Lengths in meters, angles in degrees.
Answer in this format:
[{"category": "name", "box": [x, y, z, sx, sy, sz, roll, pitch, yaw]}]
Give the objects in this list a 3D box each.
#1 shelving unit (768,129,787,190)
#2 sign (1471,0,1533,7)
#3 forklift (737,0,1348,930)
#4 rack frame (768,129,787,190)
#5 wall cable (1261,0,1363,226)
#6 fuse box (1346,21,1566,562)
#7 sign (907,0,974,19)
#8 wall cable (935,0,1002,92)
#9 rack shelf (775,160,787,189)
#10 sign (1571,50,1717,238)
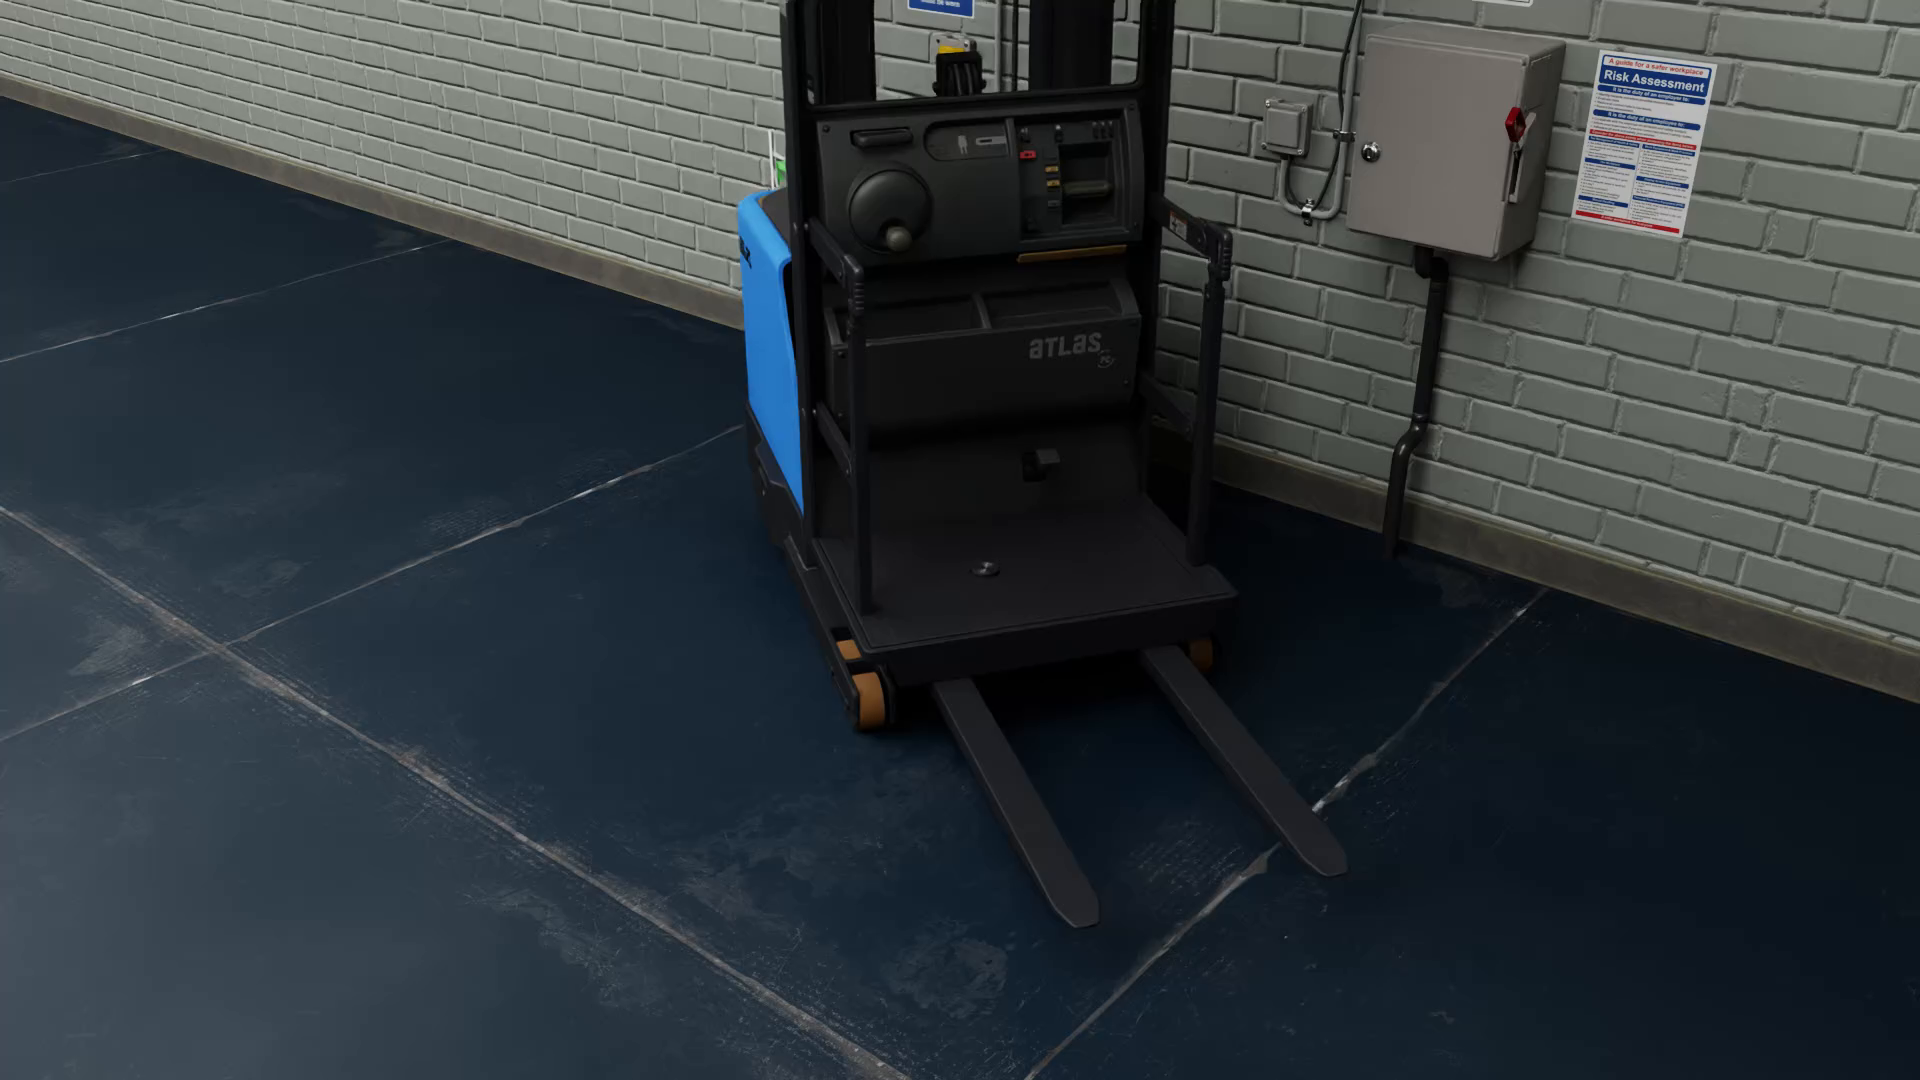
[{"category": "shelving unit", "box": [-0.406, -0.952, 6.276, 0.503, 1.200, 0.258, -14, 29, -25]}, {"category": "sign", "box": [1.540, -1.711, 4.894, 0.339, 0.242, 0.001, 21, 34, 34]}, {"category": "forklift", "box": [0.132, -0.967, 4.429, 1.130, 2.935, 3.031, -8, 28, -15]}, {"category": "rack frame", "box": [-0.620, -0.898, 6.172, 0.015, 1.200, 0.240, -14, 29, -25]}, {"category": "wall cable", "box": [1.025, -1.961, 5.171, 0.588, 1.984, 0.122, 21, 34, 34]}, {"category": "fuse box", "box": [1.451, -0.682, 5.207, 0.539, 1.711, 0.414, 21, 34, 34]}, {"category": "sign", "box": [-0.075, -2.076, 6.205, 0.327, 0.218, 0.001, 21, 34, 34]}, {"category": "wall cable", "box": [-0.077, -2.386, 5.957, 0.585, 1.953, 0.123, 21, 34, 34]}, {"category": "rack shelf", "box": [-0.412, -1.326, 6.094, 0.480, 0.148, 0.258, -14, 29, -25]}, {"category": "sign", "box": [1.964, -1.142, 4.796, 0.329, 0.494, 0.001, 21, 34, 34]}]
